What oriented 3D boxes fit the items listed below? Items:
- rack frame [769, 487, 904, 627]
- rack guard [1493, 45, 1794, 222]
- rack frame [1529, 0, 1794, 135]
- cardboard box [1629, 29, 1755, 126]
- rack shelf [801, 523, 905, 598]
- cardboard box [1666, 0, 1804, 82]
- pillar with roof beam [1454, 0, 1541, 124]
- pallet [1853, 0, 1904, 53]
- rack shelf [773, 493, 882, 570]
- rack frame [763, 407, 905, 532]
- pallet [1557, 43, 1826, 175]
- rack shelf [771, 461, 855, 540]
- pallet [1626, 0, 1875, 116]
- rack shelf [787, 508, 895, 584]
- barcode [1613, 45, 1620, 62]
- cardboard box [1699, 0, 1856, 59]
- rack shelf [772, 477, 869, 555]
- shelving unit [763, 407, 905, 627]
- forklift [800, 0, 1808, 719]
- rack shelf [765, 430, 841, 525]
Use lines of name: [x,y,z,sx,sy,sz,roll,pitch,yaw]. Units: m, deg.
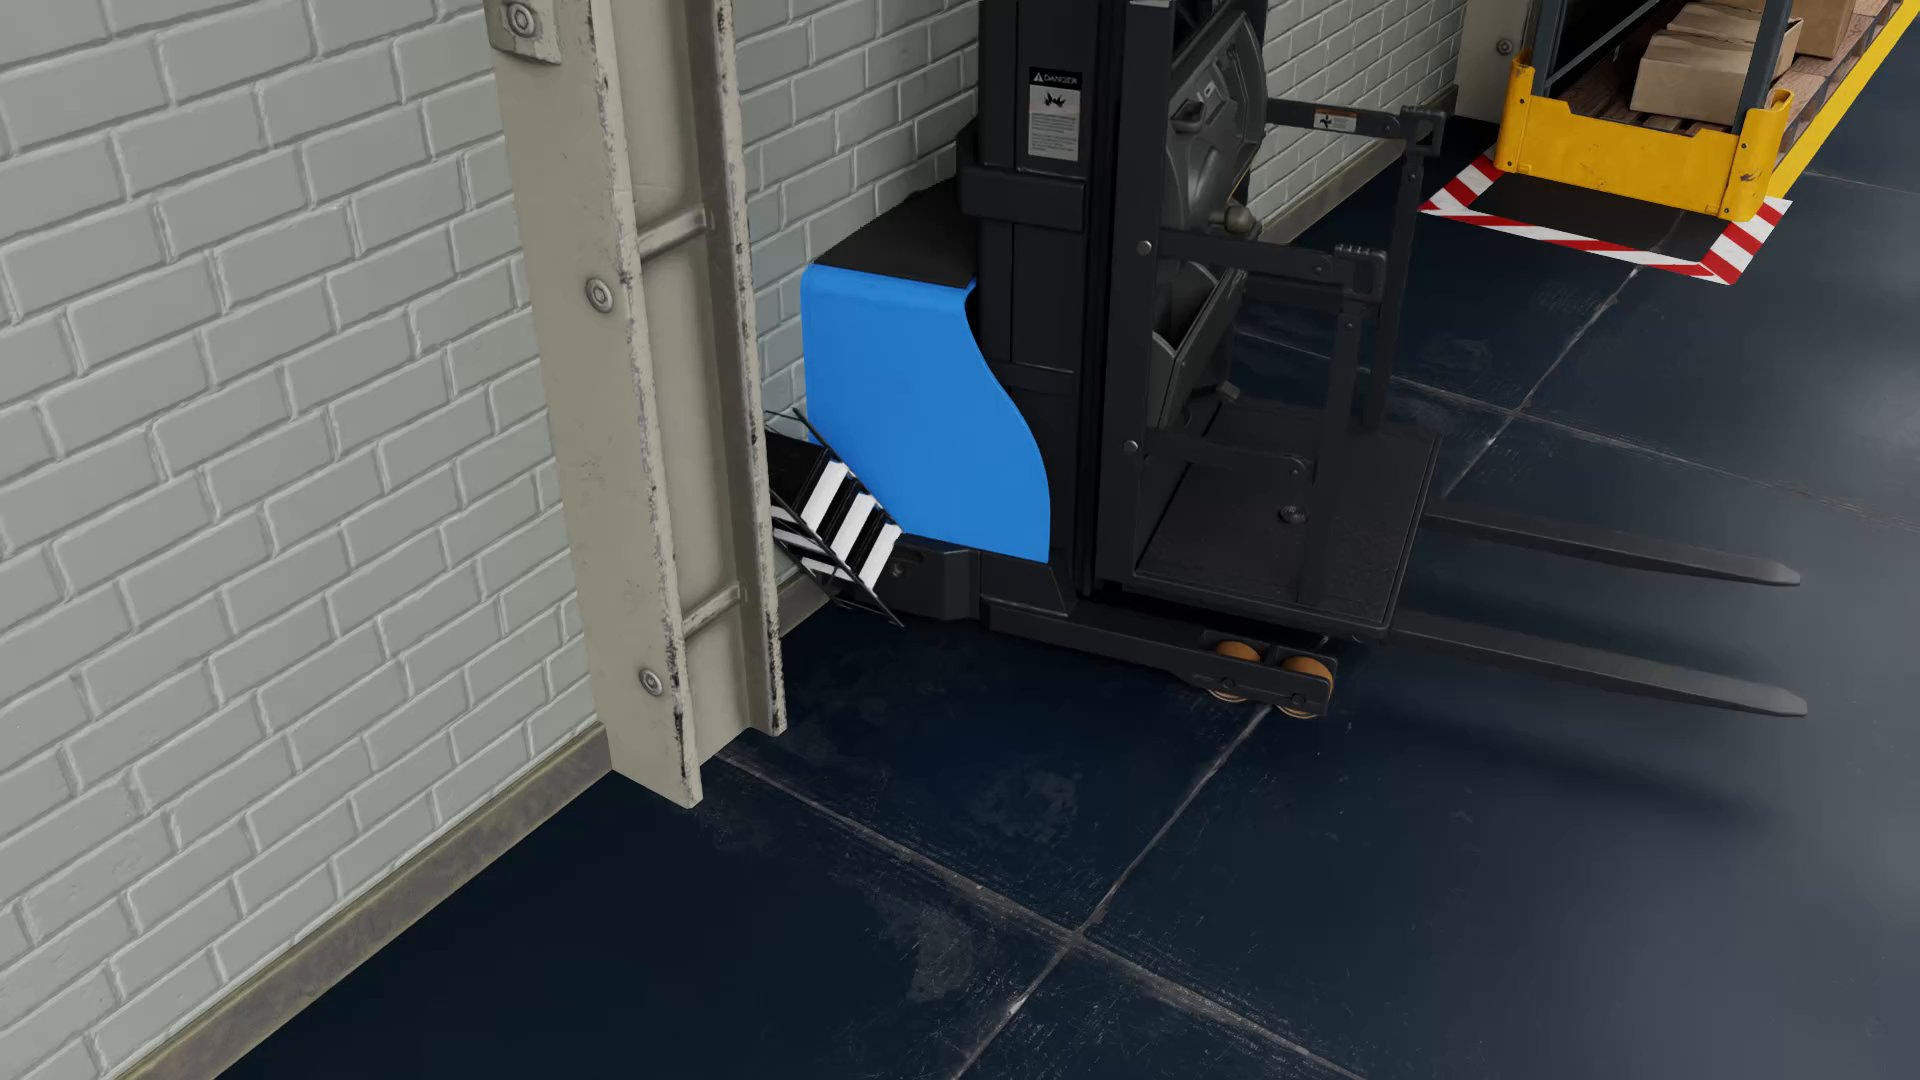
rack frame: [-0.428,0.021,4.537,0.240,0.900,0.006,16,71,30]
rack guard: [3.074,-1.859,7.552,1.175,0.500,0.348,21,39,28]
rack frame: [3.030,-2.859,6.800,1.000,3.000,0.127,21,39,28]
cardboard box: [3.499,-2.217,7.859,0.500,0.311,0.500,17,37,23]
rack shelf: [-0.306,0.030,4.740,0.258,0.077,0.200,16,71,30]
cardboard box: [3.824,-2.480,8.247,0.500,0.311,0.500,25,41,32]
pillar with roof beam: [6.255,-4.568,3.971,9.100,9.000,0.400,21,39,28]
pallet: [4.957,-3.224,9.830,1.003,0.211,1.213,21,39,28]
rack shelf: [-0.372,-0.051,4.593,0.258,0.077,0.200,16,71,30]
rack frame: [-0.341,-0.153,4.594,0.240,0.900,0.006,16,71,30]
pallet: [3.566,-2.102,8.169,1.003,0.211,1.213,21,39,28]
rack shelf: [-0.438,-0.132,4.446,0.258,0.077,0.200,16,71,30]
pallet: [4.262,-2.661,8.996,1.003,0.211,1.213,21,39,28]
rack shelf: [-0.339,-0.011,4.666,0.258,0.077,0.200,16,71,30]
barcode: [3.180,-2.357,8.057,0.001,0.075,0.075,21,39,28]
cardboard box: [4.283,-2.880,8.669,0.700,0.500,0.500,19,38,25]
rack shelf: [-0.405,-0.091,4.520,0.258,0.077,0.200,16,71,30]
shelving unit: [-0.384,-0.066,4.566,0.258,0.900,0.210,16,71,30]
forklift: [0.848,-1.066,4.210,3.031,2.935,1.130,12,36,17]
rack shelf: [-0.471,-0.172,4.373,0.258,0.077,0.200,16,71,30]
